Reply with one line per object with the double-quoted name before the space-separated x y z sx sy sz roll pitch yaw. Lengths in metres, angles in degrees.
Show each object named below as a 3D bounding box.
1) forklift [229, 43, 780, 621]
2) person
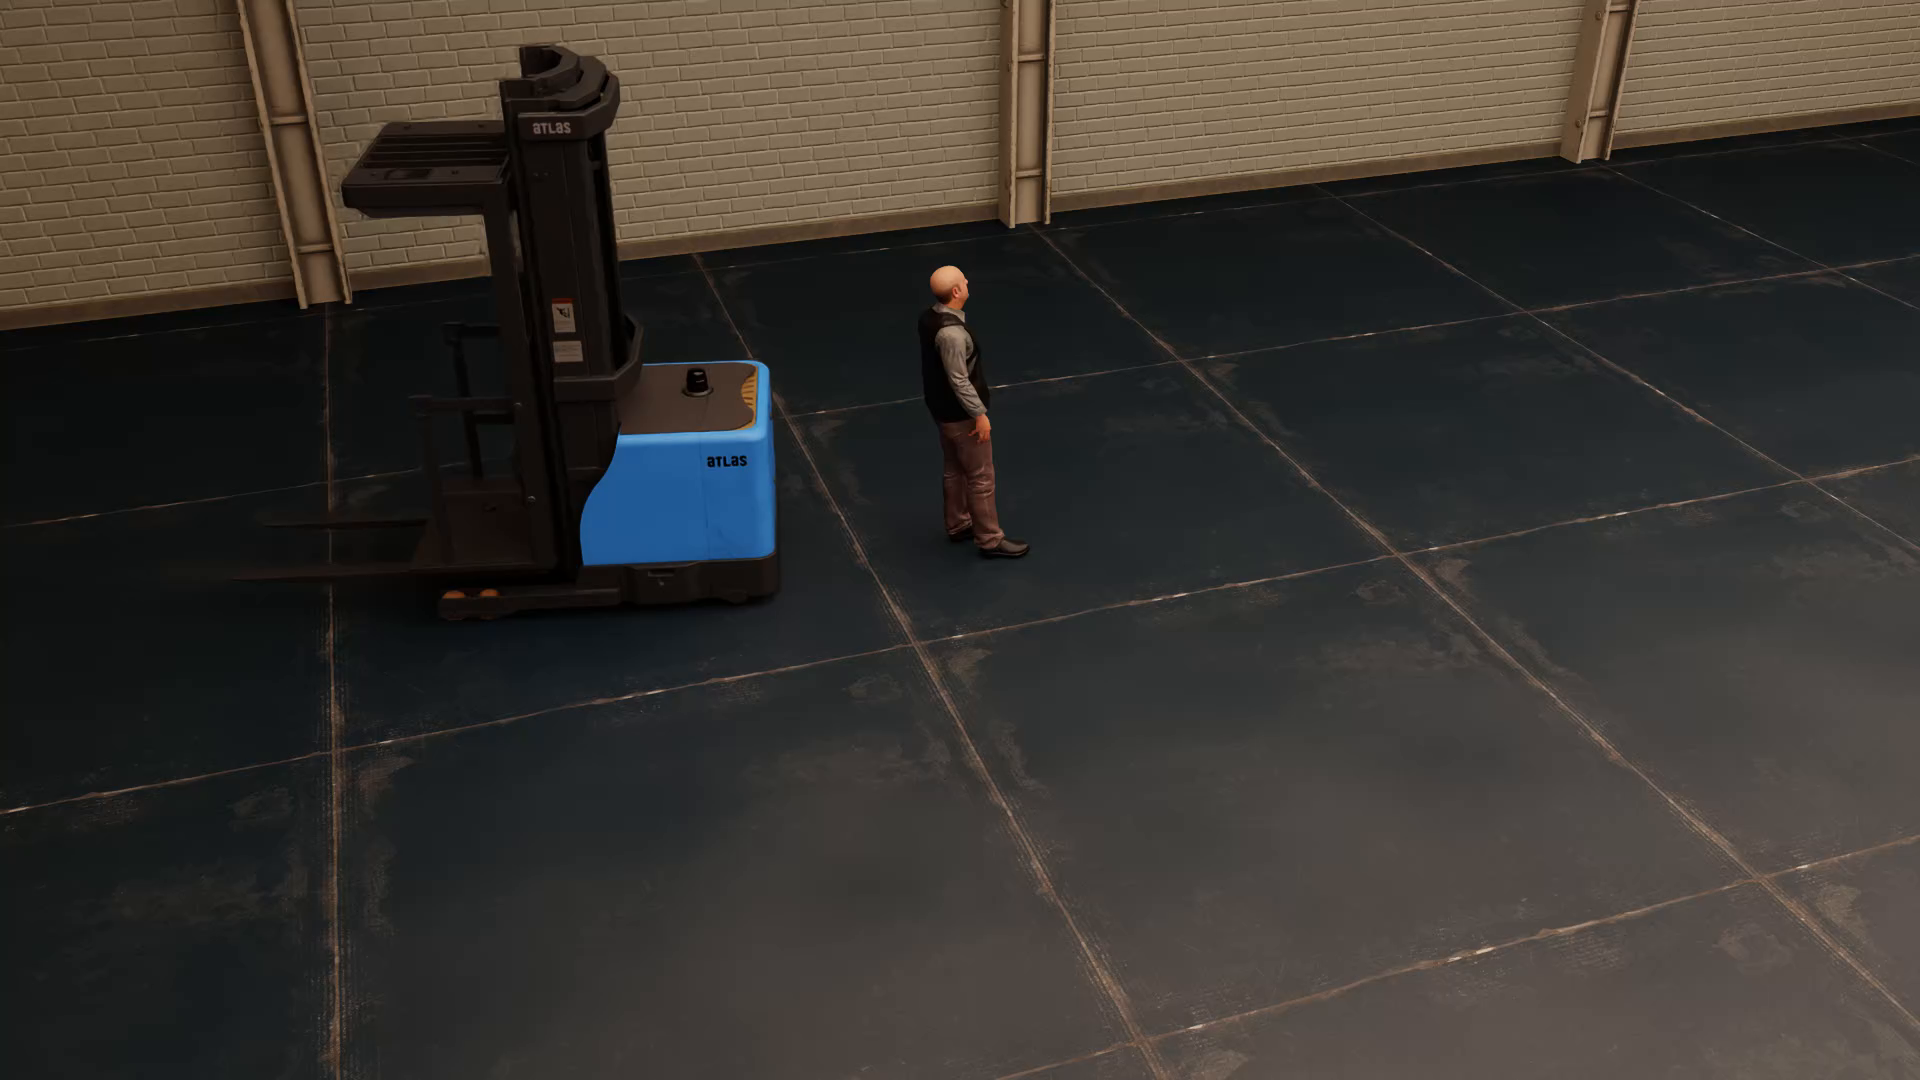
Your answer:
"forklift" -2.571 -1.095 8.990 3.031 2.935 1.130 -2 30 -4
"person" 0.061 -0.758 9.603 0.568 1.720 0.632 -10 31 -16
